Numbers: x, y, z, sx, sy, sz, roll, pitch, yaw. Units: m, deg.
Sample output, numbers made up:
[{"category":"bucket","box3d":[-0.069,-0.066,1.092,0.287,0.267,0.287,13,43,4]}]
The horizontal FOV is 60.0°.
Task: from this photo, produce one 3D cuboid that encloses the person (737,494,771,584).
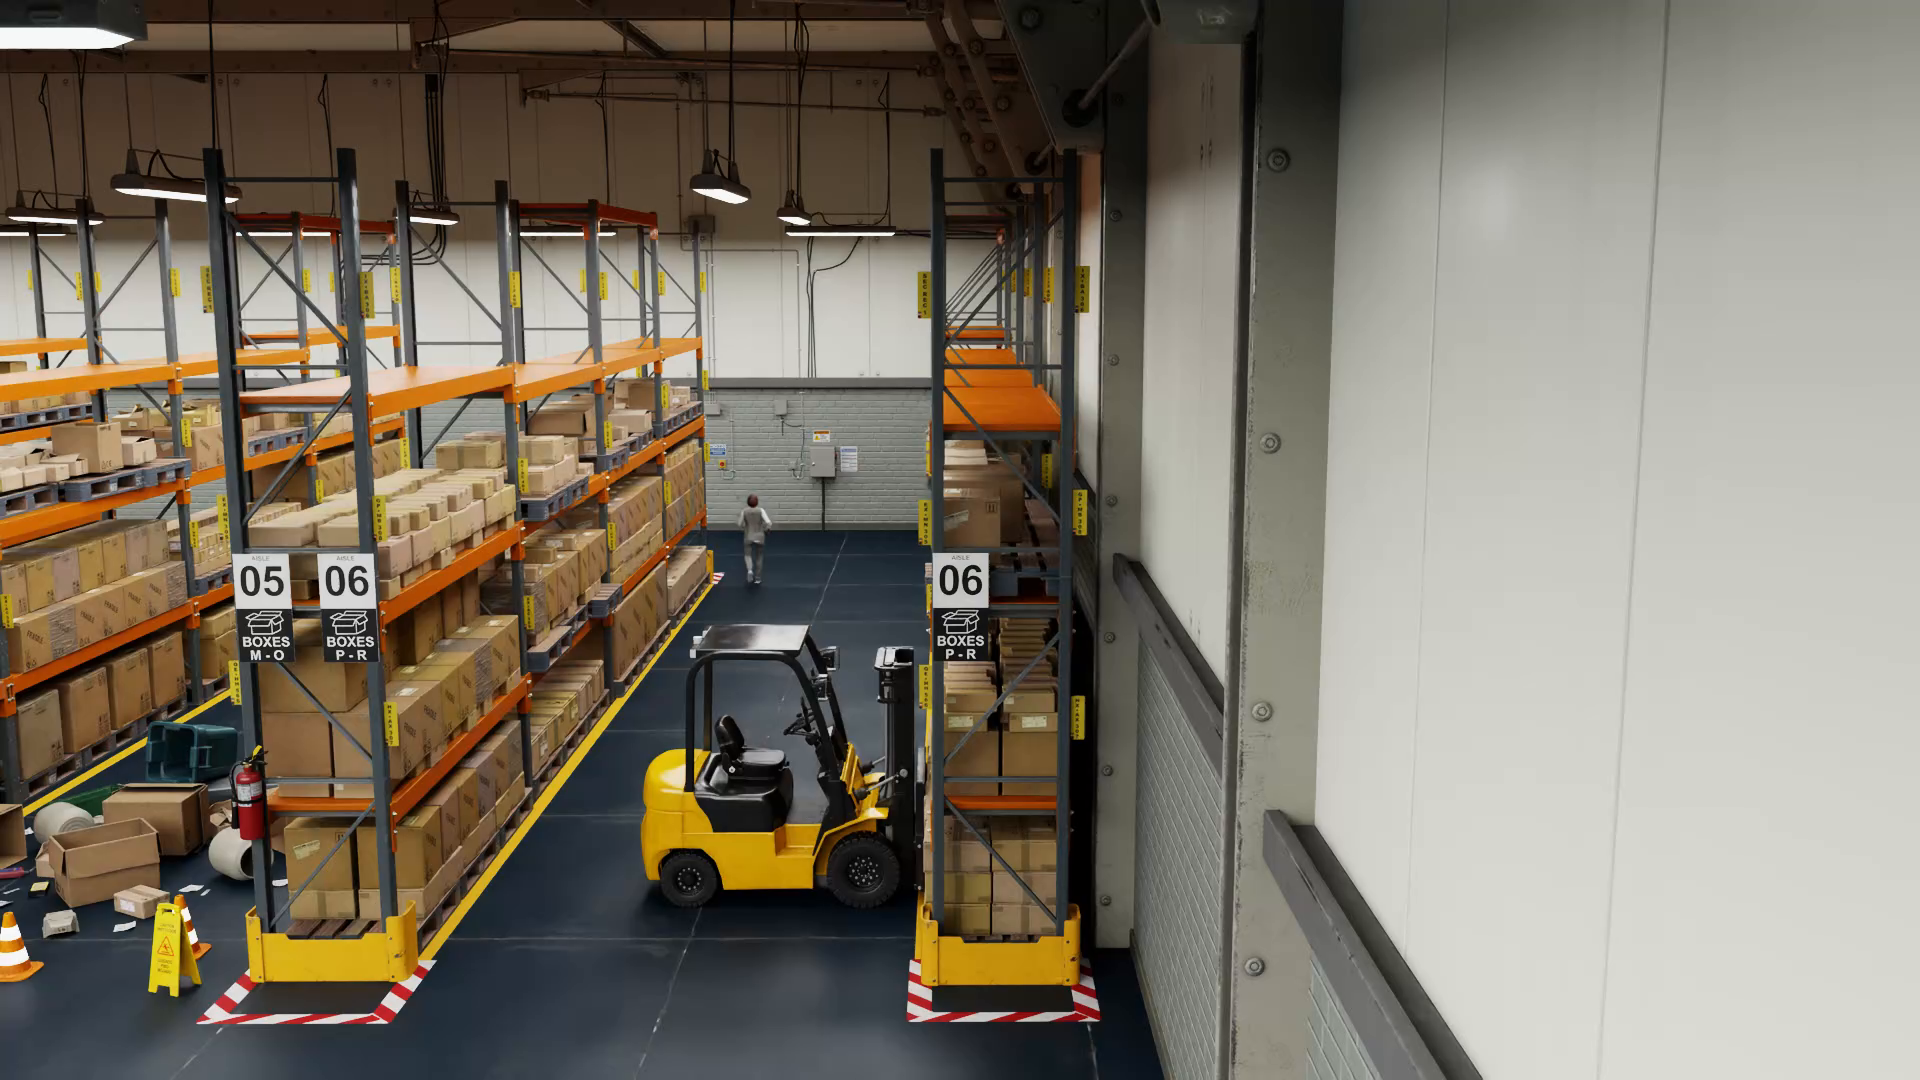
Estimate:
[{"category":"person","box3d":[-3.406,-0.011,27.636,0.568,1.555,0.760,-1,9,-3]}]
